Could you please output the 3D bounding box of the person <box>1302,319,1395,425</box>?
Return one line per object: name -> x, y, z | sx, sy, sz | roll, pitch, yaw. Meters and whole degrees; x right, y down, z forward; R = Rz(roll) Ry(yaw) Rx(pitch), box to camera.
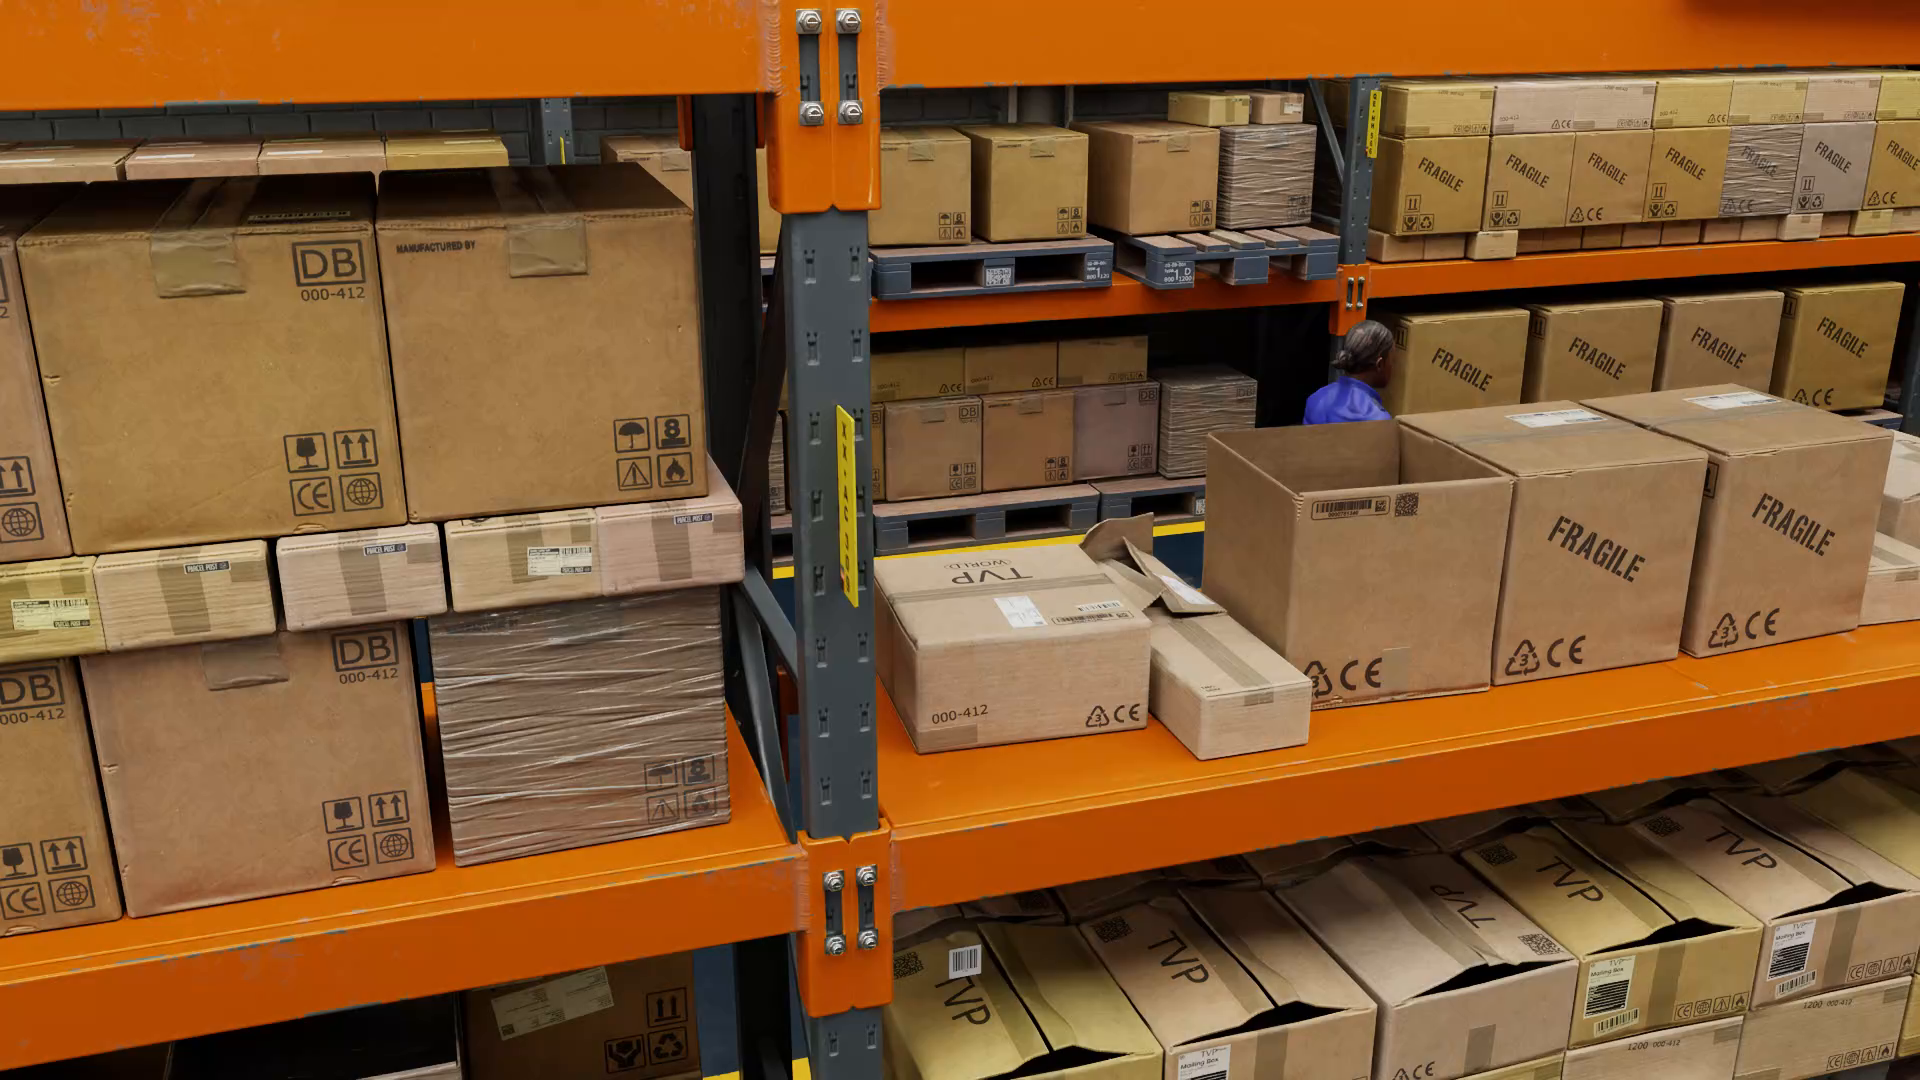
person -> 1.399, 0.035, 5.977 | 0.402, 1.654, 0.531 | -8, 21, -20
